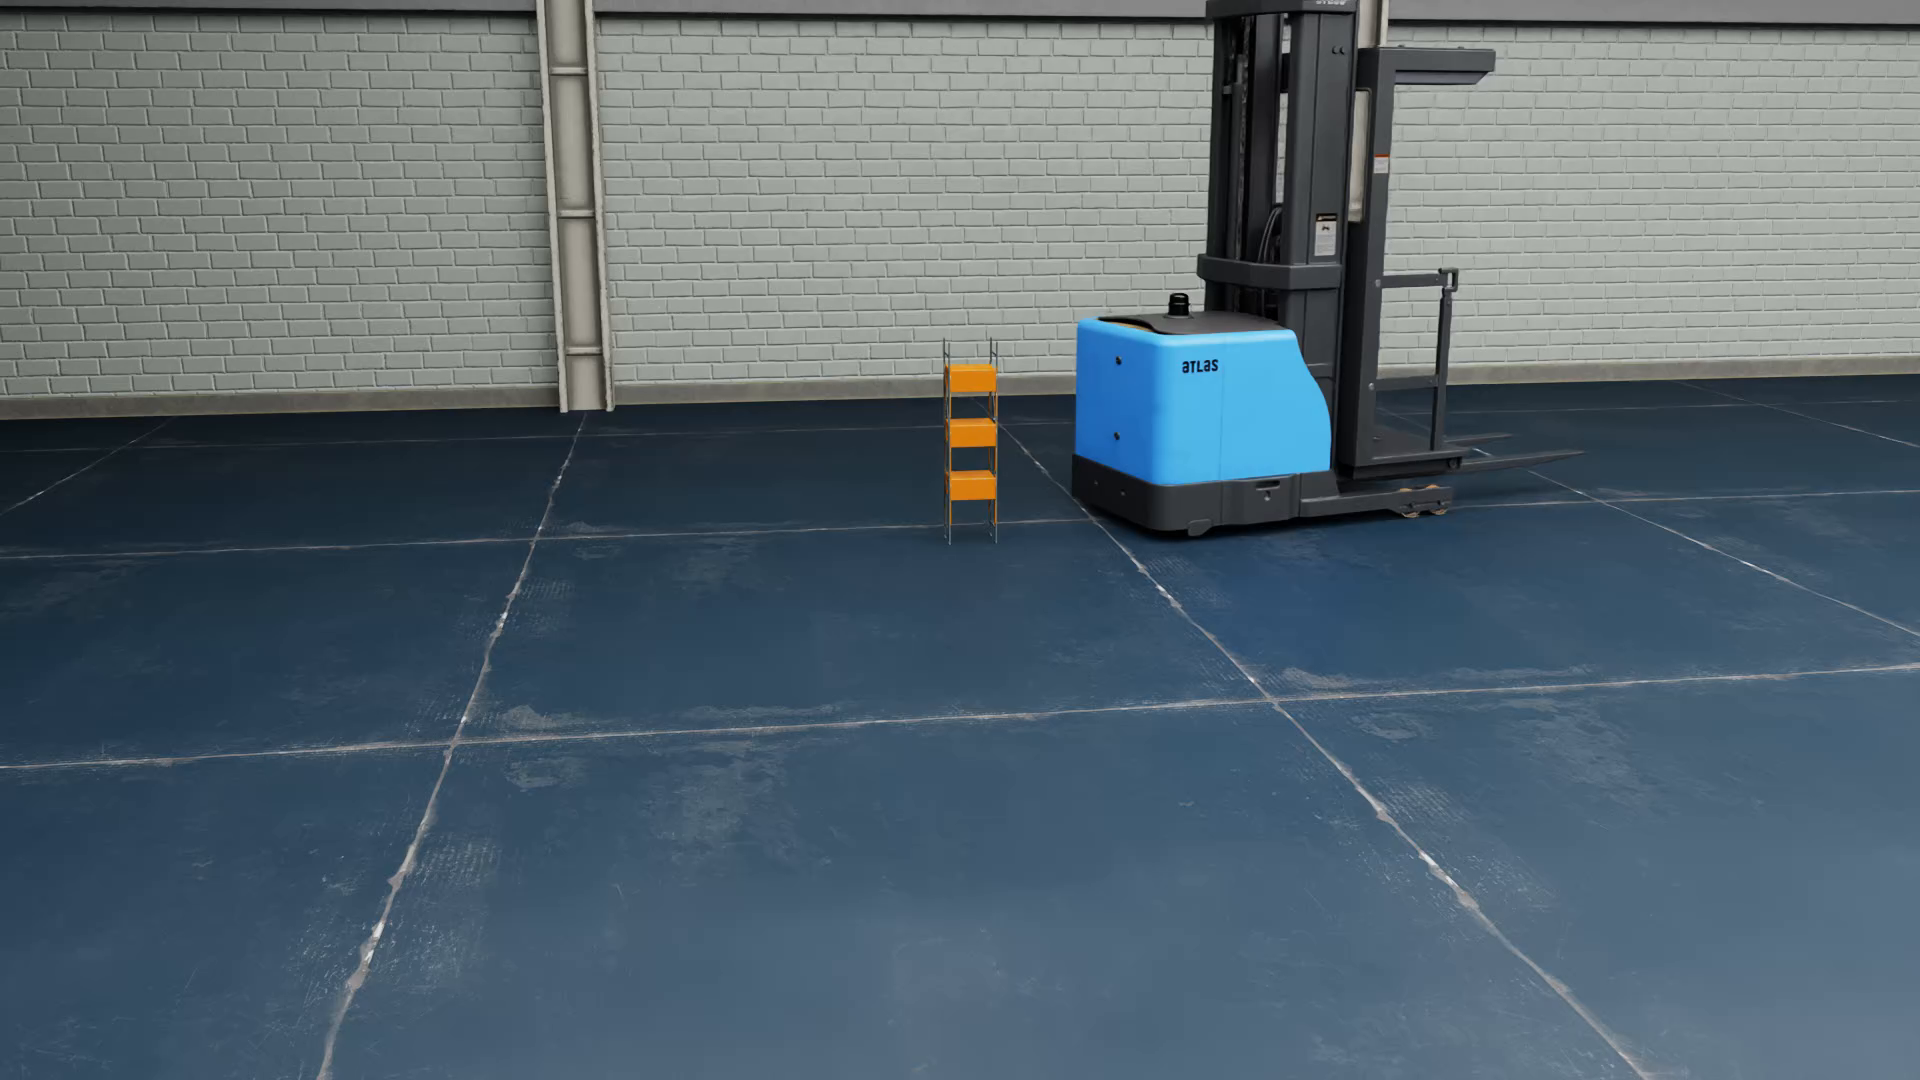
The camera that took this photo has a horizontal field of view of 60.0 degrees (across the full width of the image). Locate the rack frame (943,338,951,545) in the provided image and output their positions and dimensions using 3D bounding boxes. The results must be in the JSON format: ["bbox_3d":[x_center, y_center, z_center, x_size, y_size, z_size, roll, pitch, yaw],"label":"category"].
[{"bbox_3d":[-0.068,-0.507,8.584,0.008,1.050,0.200,-2,14,-8],"label":"rack frame"}]

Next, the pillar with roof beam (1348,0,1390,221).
[{"bbox_3d":[3.721,-4.557,8.394,0.400,9.000,9.100,-2,14,-8],"label":"pillar with roof beam"}]

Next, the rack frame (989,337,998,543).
[{"bbox_3d":[0.174,-0.516,8.619,0.008,1.050,0.200,-2,14,-8],"label":"rack frame"}]

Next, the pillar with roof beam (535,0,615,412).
[{"bbox_3d":[-2.212,-4.340,7.527,0.400,9.000,9.100,-2,14,-8],"label":"pillar with roof beam"}]

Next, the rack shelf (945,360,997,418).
[{"bbox_3d":[0.053,-0.776,8.535,0.240,0.259,0.215,-2,14,-8],"label":"rack shelf"}]

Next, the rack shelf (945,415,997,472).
[{"bbox_3d":[0.053,-0.501,8.604,0.240,0.259,0.215,-2,14,-8],"label":"rack shelf"}]

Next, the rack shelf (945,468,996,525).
[{"bbox_3d":[0.053,-0.231,8.672,0.240,0.259,0.215,-2,14,-8],"label":"rack shelf"}]

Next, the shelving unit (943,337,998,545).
[{"bbox_3d":[0.053,-0.511,8.602,0.252,1.050,0.215,-2,14,-8],"label":"shelving unit"}]

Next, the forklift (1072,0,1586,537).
[{"bbox_3d":[2.199,-1.654,9.290,3.031,2.935,1.130,-6,15,-23],"label":"forklift"}]
